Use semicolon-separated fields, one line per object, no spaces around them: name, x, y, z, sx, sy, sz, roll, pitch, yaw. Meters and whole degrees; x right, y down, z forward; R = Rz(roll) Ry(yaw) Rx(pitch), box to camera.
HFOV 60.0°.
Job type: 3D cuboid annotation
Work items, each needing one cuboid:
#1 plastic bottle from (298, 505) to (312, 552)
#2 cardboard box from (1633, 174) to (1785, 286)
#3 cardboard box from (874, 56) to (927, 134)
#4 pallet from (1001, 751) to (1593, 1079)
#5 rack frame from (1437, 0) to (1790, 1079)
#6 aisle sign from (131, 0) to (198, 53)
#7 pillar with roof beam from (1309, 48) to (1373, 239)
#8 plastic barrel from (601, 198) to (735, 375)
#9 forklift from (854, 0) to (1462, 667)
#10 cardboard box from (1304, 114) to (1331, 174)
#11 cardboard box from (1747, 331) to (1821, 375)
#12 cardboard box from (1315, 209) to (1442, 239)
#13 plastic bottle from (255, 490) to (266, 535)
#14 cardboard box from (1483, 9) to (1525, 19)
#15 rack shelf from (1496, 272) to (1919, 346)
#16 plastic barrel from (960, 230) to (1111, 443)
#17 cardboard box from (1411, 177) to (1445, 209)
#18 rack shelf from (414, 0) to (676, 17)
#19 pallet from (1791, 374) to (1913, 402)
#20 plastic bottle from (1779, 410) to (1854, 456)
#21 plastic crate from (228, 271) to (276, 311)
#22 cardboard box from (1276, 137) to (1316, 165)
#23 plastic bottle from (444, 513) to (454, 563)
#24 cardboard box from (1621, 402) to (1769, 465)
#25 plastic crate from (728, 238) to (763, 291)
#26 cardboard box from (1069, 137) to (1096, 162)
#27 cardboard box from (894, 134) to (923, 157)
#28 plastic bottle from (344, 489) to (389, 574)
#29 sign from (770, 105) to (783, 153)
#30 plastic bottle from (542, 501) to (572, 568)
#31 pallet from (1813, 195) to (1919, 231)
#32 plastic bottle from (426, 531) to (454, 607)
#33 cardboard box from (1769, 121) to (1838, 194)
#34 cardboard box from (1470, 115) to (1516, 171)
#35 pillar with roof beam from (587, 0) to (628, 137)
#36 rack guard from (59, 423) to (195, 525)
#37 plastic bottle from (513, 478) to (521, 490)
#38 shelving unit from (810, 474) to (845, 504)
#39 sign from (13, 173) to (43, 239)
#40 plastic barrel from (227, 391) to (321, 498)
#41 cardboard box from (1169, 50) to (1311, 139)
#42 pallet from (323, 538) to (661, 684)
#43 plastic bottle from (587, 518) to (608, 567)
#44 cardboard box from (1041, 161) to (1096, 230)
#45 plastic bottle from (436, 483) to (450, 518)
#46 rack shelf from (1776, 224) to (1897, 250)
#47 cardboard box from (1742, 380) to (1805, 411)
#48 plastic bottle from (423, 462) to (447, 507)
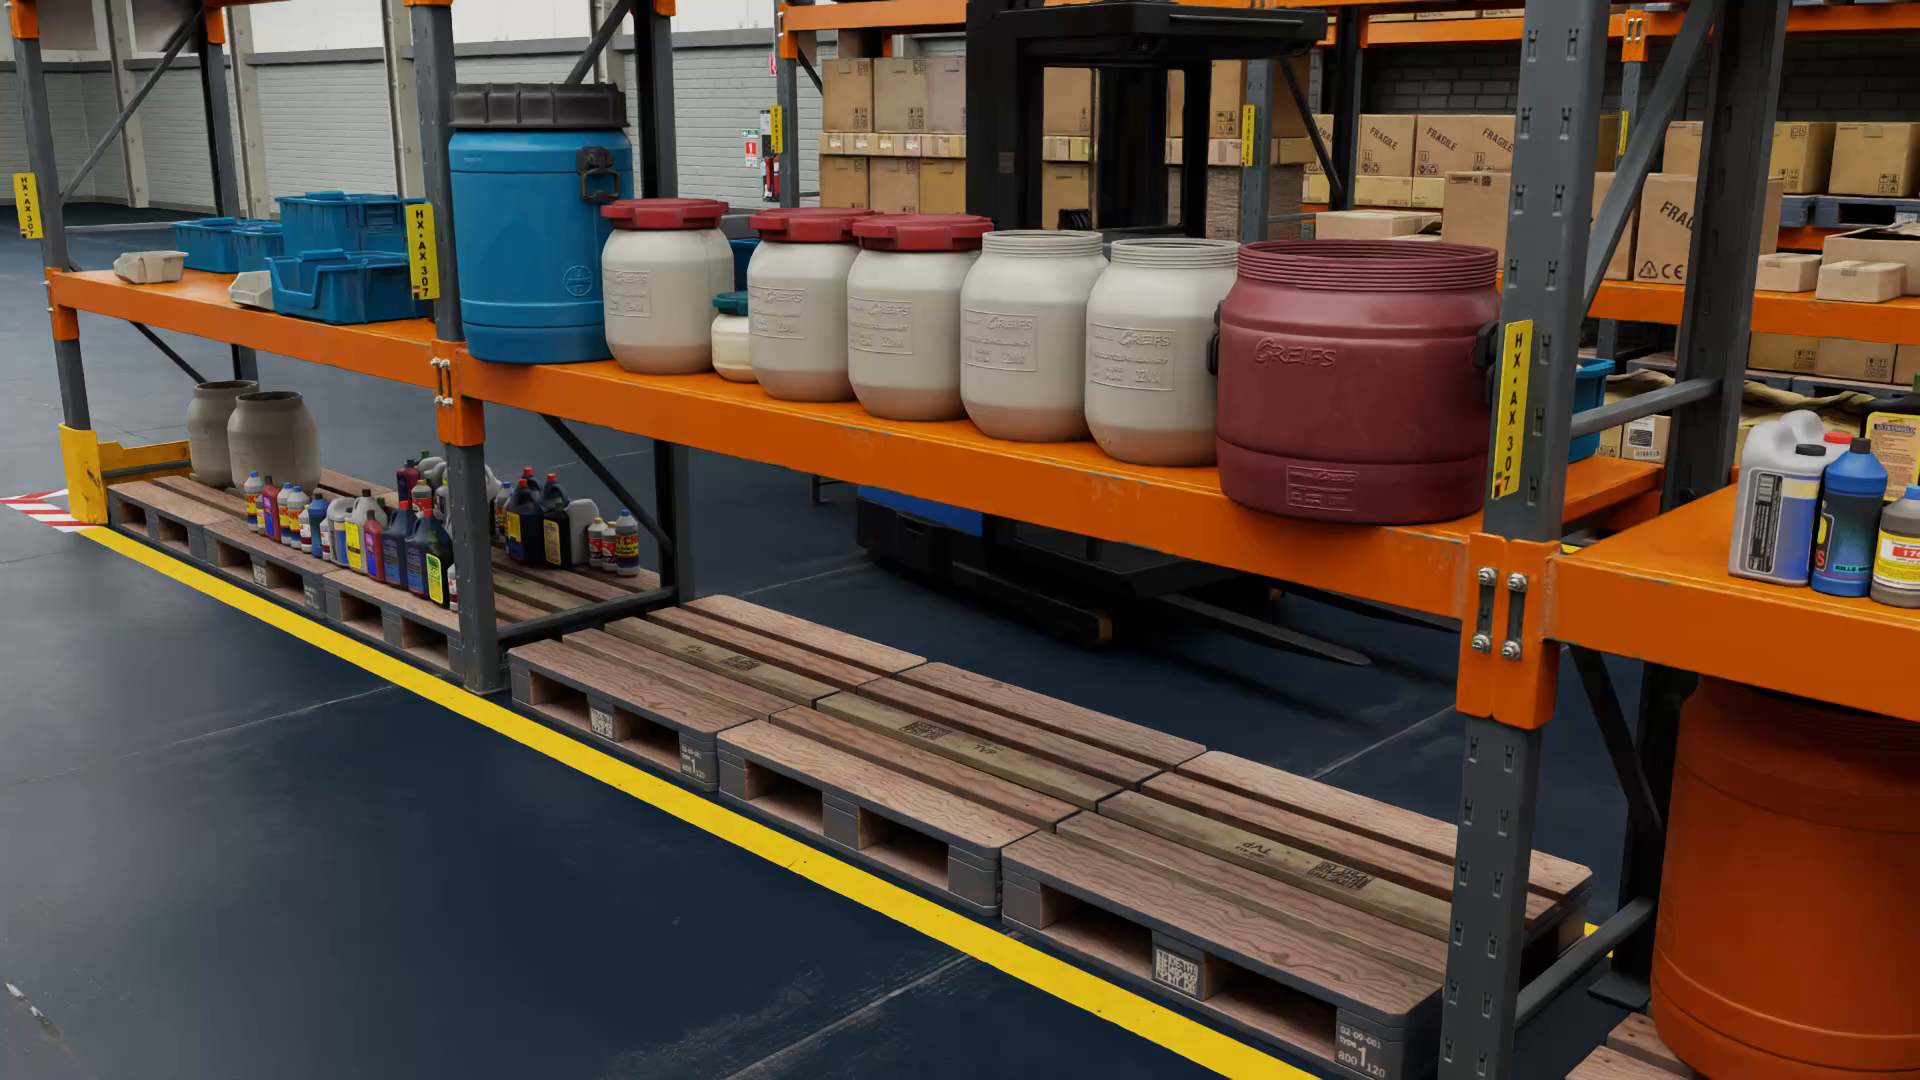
plastic bottle;-2.877;-0.055;7.371;0.097;0.201;0.097;0;15;0
cardboard box;3.625;-1.502;8.050;0.500;0.500;0.500;12;19;39
cardboard box;-0.167;-3.055;11.437;0.500;0.500;0.700;13;19;41
pallet;0.873;0.942;4.398;1.213;0.211;1.003;14;20;42
rack frame;1.403;-0.265;3.499;0.127;3.000;1.000;14;20;42
aisle sign;-4.201;-2.989;8.800;0.004;0.787;0.394;14;20;42
pillar with roof beam;0.637;-5.619;12.151;0.400;9.000;9.100;14;20;42
plastic barrel;-0.940;-0.823;5.373;0.433;0.535;0.433;0;15;0
forklift;0.774;-1.117;6.906;1.130;2.935;3.031;-11;18;-35
cardboard box;3.005;-3.537;14.827;0.500;0.500;0.500;14;20;42
cardboard box;6.349;-1.559;12.552;0.500;0.500;0.700;13;20;41
cardboard box;2.349;-1.712;9.353;0.500;0.250;0.500;-13;19;-41
plastic bottle;-3.192;-0.132;7.666;0.097;0.201;0.097;0;15;0
cardboard box;4.510;-4.407;13.210;0.500;0.500;0.500;12;19;38
rack shelf;3.404;-1.165;8.381;4.000;0.370;1.077;14;20;42
plastic barrel;0.211;-0.534;4.310;0.421;0.512;0.421;0;15;0
cardboard box;4.123;-2.902;13.878;0.500;0.250;0.500;14;20;42
rack shelf;-0.036;-1.718;4.555;4.000;0.370;1.077;14;20;42
pallet;6.844;-1.064;12.098;1.213;0.211;1.003;14;20;42
plastic bottle;1.596;-0.098;3.105;0.135;0.276;0.152;14;20;42
plastic crate;-2.821;-1.075;7.133;0.437;0.136;0.530;14;20;42
cardboard box;1.906;-2.308;9.855;0.250;0.149;0.380;14;20;42
plastic bottle;-2.040;0.018;6.797;0.185;0.351;0.144;14;20;42
cardboard box;3.556;-0.533;8.036;0.500;0.311;0.500;13;20;42
plastic crate;-0.466;-0.821;5.664;0.575;0.384;0.392;14;20;42
cardboard box;0.889;-2.413;10.258;0.250;0.149;0.380;14;20;42
cardboard box;-0.231;-2.684;11.298;0.250;0.149;0.380;13;20;41
plastic bottle;-2.510;-0.046;7.042;0.185;0.351;0.144;14;20;42
sign;-1.304;-2.921;11.819;0.005;0.325;0.100;14;20;42
plastic bottle;-1.727;-0.031;7.116;0.133;0.283;0.061;14;20;42
pallet;6.826;-2.309;11.726;1.213;0.211;1.003;14;20;42
plastic bottle;-2.051;0.112;6.566;0.061;0.283;0.133;-13;20;-41
cardboard box;6.140;-2.830;12.273;0.700;0.500;0.500;-12;19;-39
cardboard box;4.482;-3.176;13.443;0.500;0.500;0.500;14;20;42
pillar with roof beam;-8.001;-7.719;20.211;0.400;9.000;9.100;14;20;42
rack guard;-4.268;-0.451;9.170;0.348;0.500;1.175;14;20;42
plastic bottle;-1.995;-0.149;7.571;0.061;0.283;0.133;-13;20;-42
shelving unit;-0.316;-0.861;8.762;0.538;1.500;1.048;-11;18;-35
sign;-4.741;-1.700;8.457;0.005;0.325;0.100;14;20;42
plastic barrel;-3.468;-0.475;8.408;0.421;0.512;0.421;0;15;0
cardboard box;1.641;-2.616;9.751;0.500;0.500;0.700;14;20;42
pallet;-1.931;0.259;7.018;1.213;0.211;1.003;14;20;42
plastic bottle;-1.548;0.005;7.139;0.097;0.201;0.097;0;15;0
cardboard box;0.898;-2.168;10.605;0.500;0.500;0.700;14;20;43
plastic bottle;-2.296;-0.152;7.597;0.135;0.276;0.152;14;20;42
rack shelf;6.840;-2.065;11.835;4.000;0.370;1.077;14;20;42
cardboard box;3.921;-0.632;8.418;0.500;0.311;0.500;13;19;41
plastic bottle;-2.467;-0.245;7.951;0.135;0.276;0.152;13;19;41
